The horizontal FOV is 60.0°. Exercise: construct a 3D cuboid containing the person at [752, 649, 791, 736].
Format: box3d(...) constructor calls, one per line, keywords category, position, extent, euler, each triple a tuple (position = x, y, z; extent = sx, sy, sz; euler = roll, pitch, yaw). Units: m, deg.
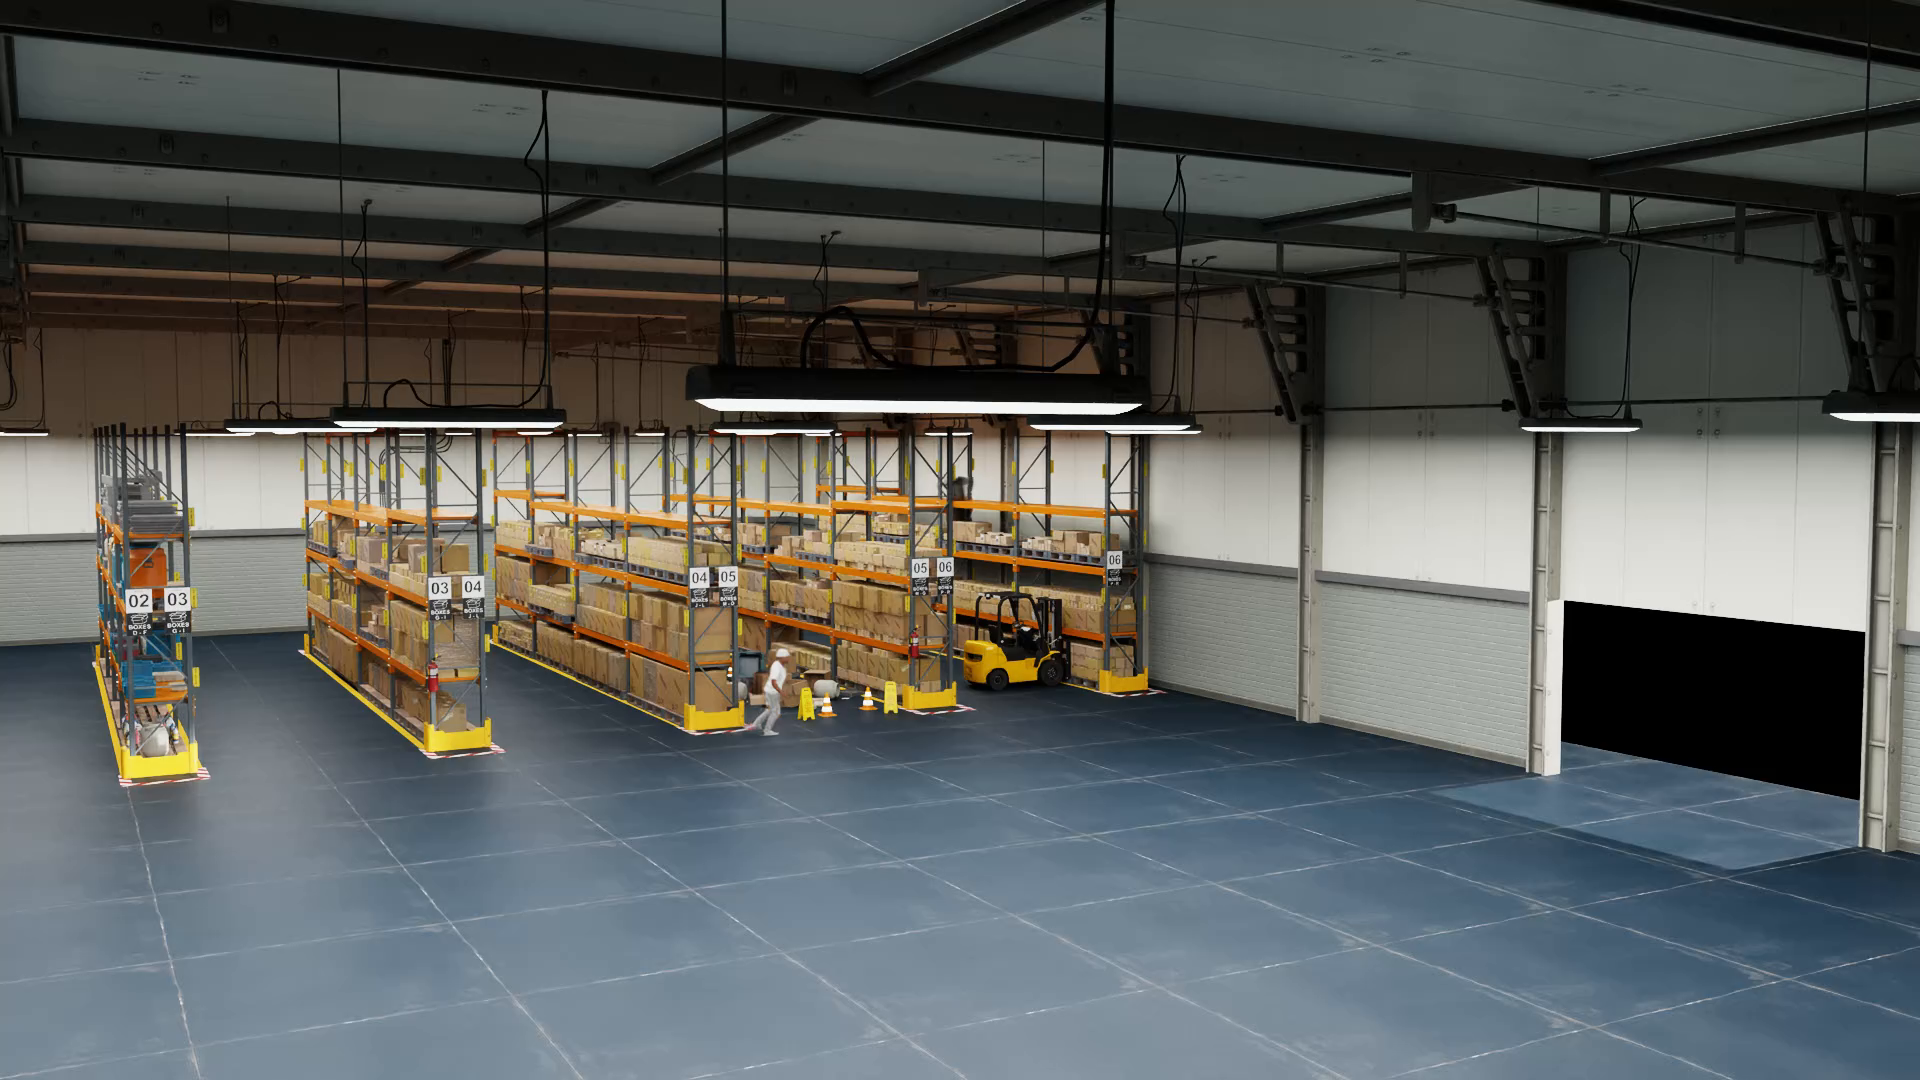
box3d(category="person", position=(-3.633, 2.938, 32.056), extent=(0.789, 1.694, 0.673), euler=(0, 3, -1))
